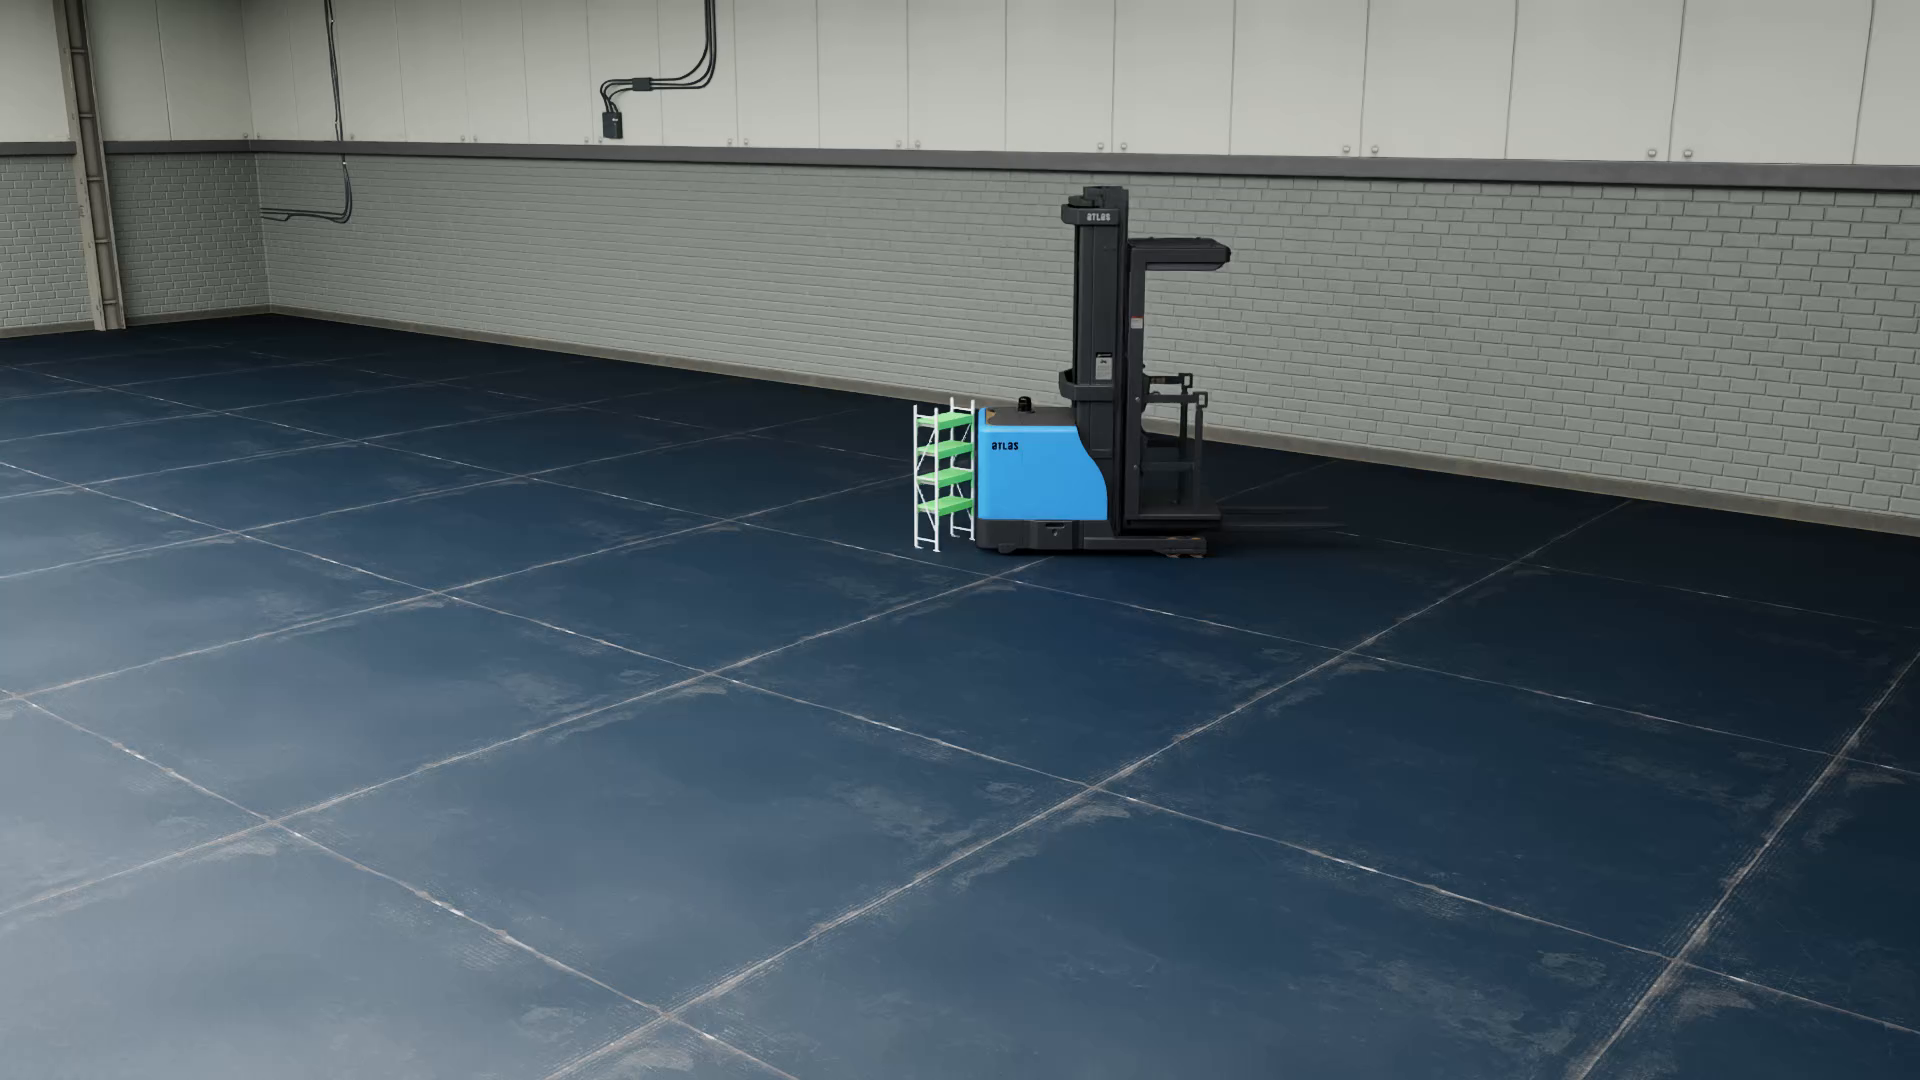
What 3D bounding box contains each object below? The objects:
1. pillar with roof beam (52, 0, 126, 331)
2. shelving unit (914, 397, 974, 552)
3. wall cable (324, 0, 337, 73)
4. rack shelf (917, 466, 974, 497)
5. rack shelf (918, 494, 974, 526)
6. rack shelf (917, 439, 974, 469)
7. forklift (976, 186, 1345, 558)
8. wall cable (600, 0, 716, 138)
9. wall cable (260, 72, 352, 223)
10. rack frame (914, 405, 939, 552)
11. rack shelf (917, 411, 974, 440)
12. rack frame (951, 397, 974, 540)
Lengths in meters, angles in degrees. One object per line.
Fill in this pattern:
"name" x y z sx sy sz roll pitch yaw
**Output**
"pillar with roof beam" -11.083 -7.282 24.511 9.100 9.000 0.400 11 18 38
"shelving unit" -0.129 -0.549 13.846 0.258 1.200 0.503 11 18 36
"wall cable" -9.447 -8.832 26.662 3.097 2.526 0.112 11 18 38
"rack shelf" -0.129 -0.487 13.862 0.258 0.148 0.480 11 18 36
"rack shelf" -0.129 -0.254 13.921 0.258 0.148 0.480 11 18 36
"rack shelf" -0.129 -0.720 13.803 0.258 0.148 0.480 11 18 36
"forklift" 1.655 -1.407 13.707 3.031 2.935 1.130 0 14 1
"wall cable" -4.178 -8.484 22.335 2.305 6.003 0.169 11 18 38
"wall cable" -11.552 -6.803 28.931 3.097 2.526 0.112 11 18 38
"rack frame" -0.277 -0.501 13.659 0.240 1.200 0.015 11 18 36
"rack shelf" -0.129 -0.952 13.744 0.258 0.148 0.480 11 18 36
"rack frame" 0.020 -0.597 14.034 0.240 1.200 0.015 11 18 36
